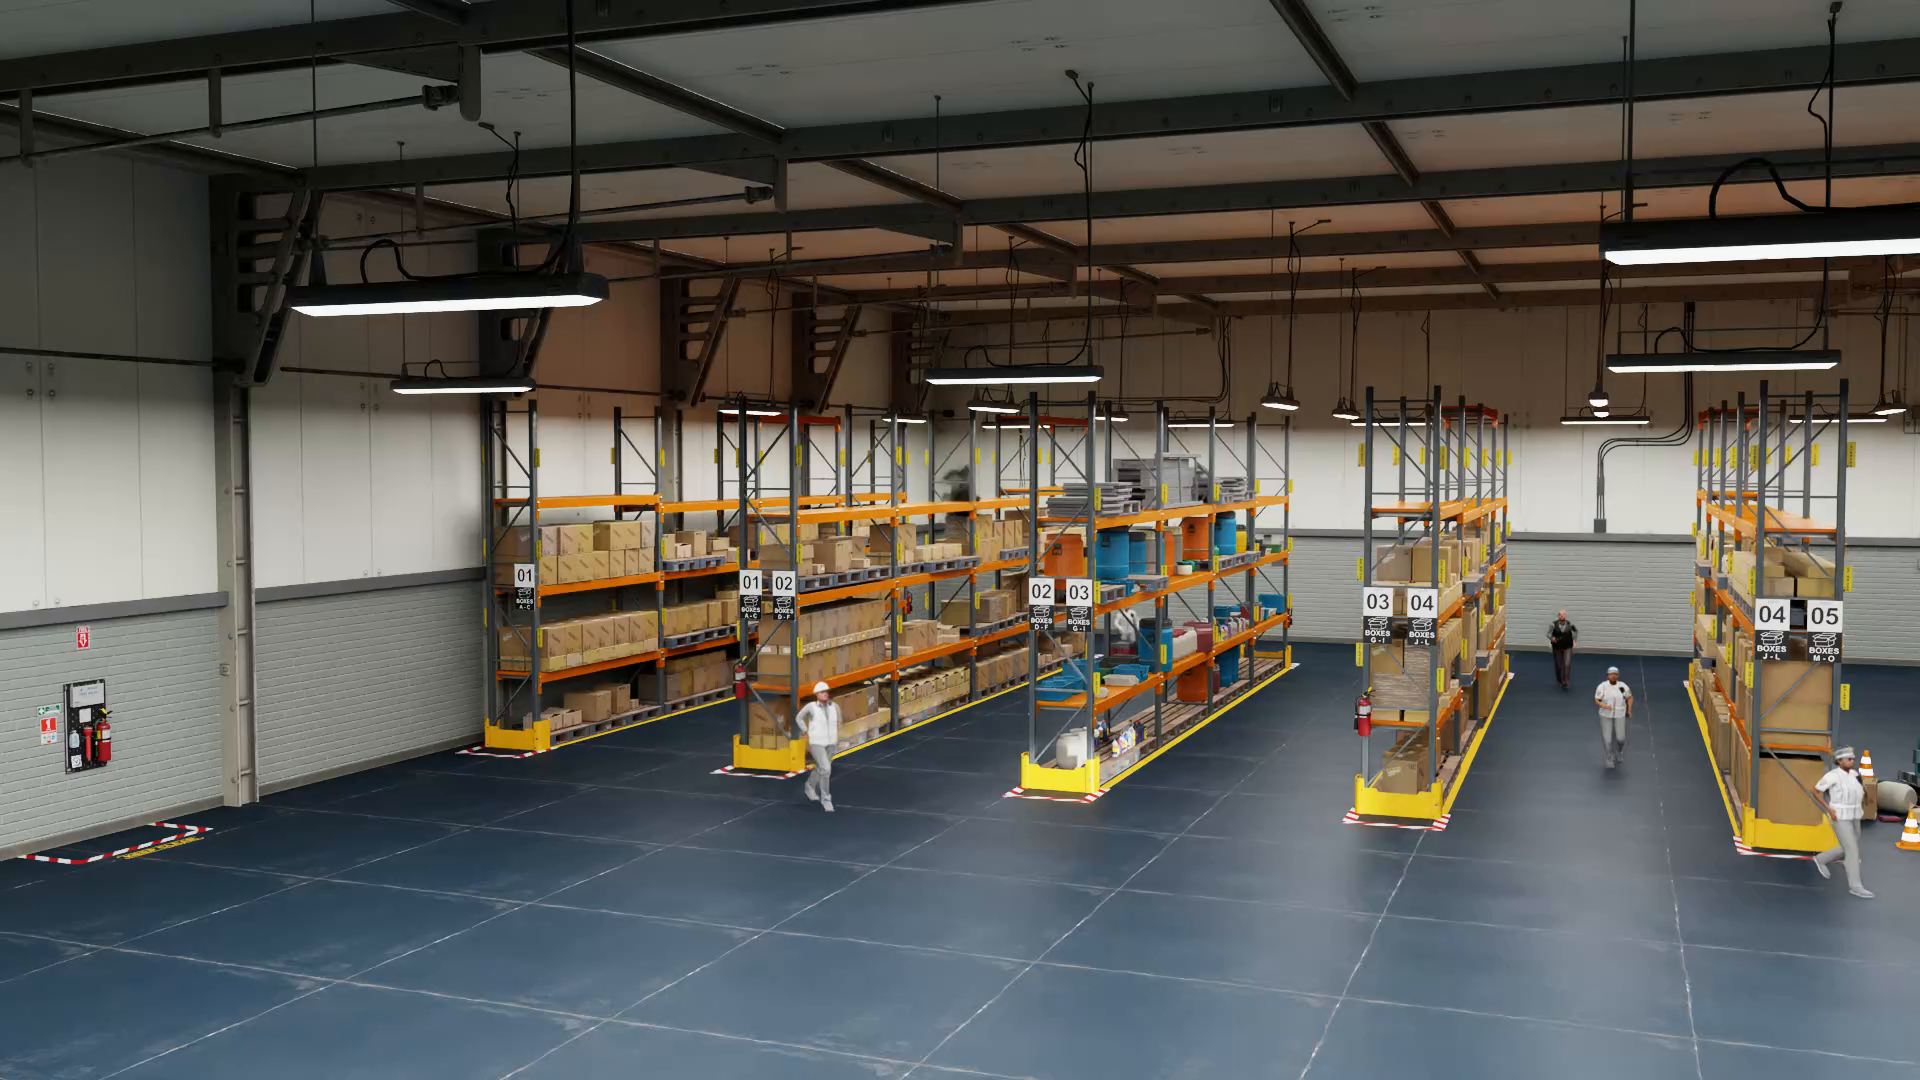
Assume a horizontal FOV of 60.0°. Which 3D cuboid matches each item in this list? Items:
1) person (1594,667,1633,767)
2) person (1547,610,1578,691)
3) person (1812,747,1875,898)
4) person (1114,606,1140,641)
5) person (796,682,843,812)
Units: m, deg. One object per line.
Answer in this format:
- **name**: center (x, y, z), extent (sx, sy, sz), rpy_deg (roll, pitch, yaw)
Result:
- **person**: center (10.548, 2.864, 26.818), extent (0.595, 1.628, 0.557), rpy_deg (1, 3, 18)
- **person**: center (13.084, 2.368, 36.130), extent (0.652, 1.714, 0.908), rpy_deg (1, 3, 19)
- **person**: center (10.180, 3.203, 19.170), extent (0.586, 1.672, 0.898), rpy_deg (-1, 3, -22)
- **person**: center (3.961, 2.231, 39.338), extent (0.626, 1.693, 0.641), rpy_deg (0, 3, 4)
- **person**: center (-1.979, 2.944, 23.898), extent (0.632, 1.834, 0.804), rpy_deg (-2, 4, -41)
